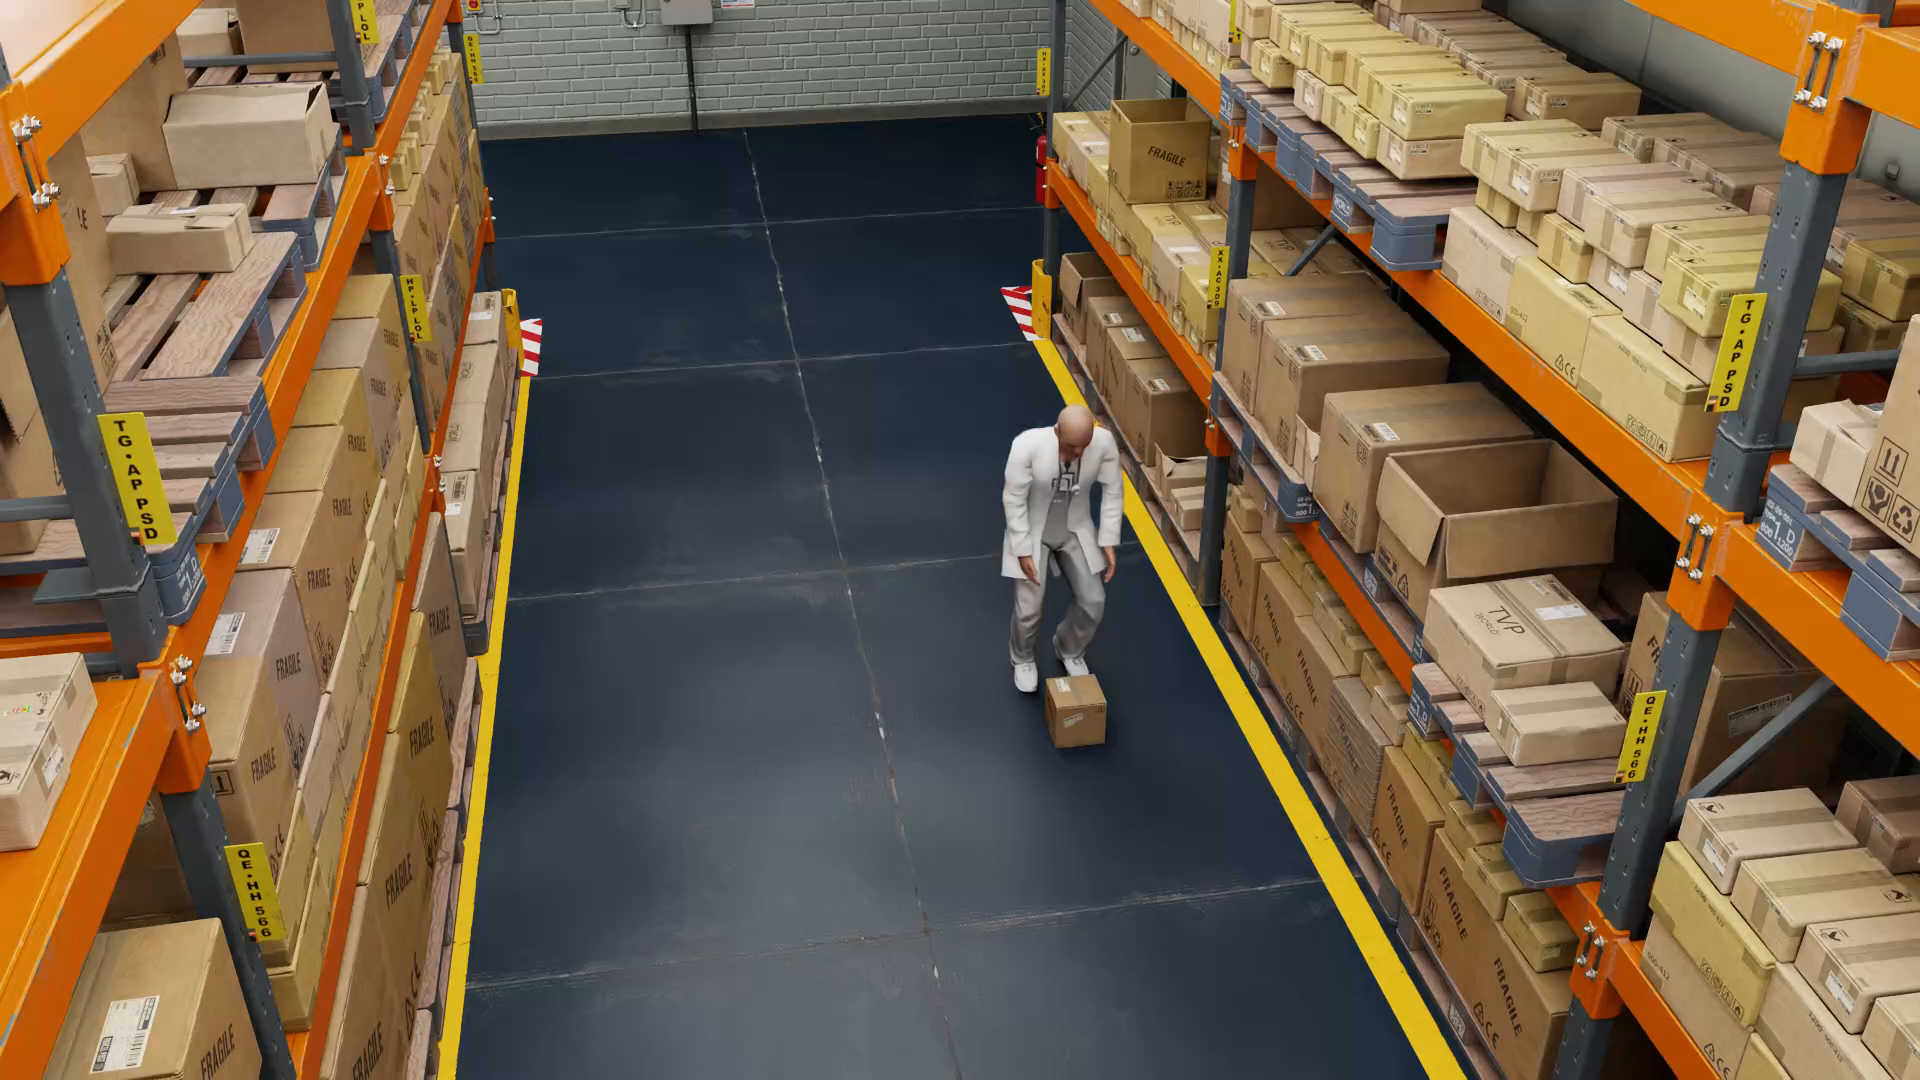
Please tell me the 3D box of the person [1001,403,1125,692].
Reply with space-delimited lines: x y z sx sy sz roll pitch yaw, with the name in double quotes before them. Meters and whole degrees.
"person" 0.504 0.056 8.353 0.617 1.493 0.543 -5 31 -9
